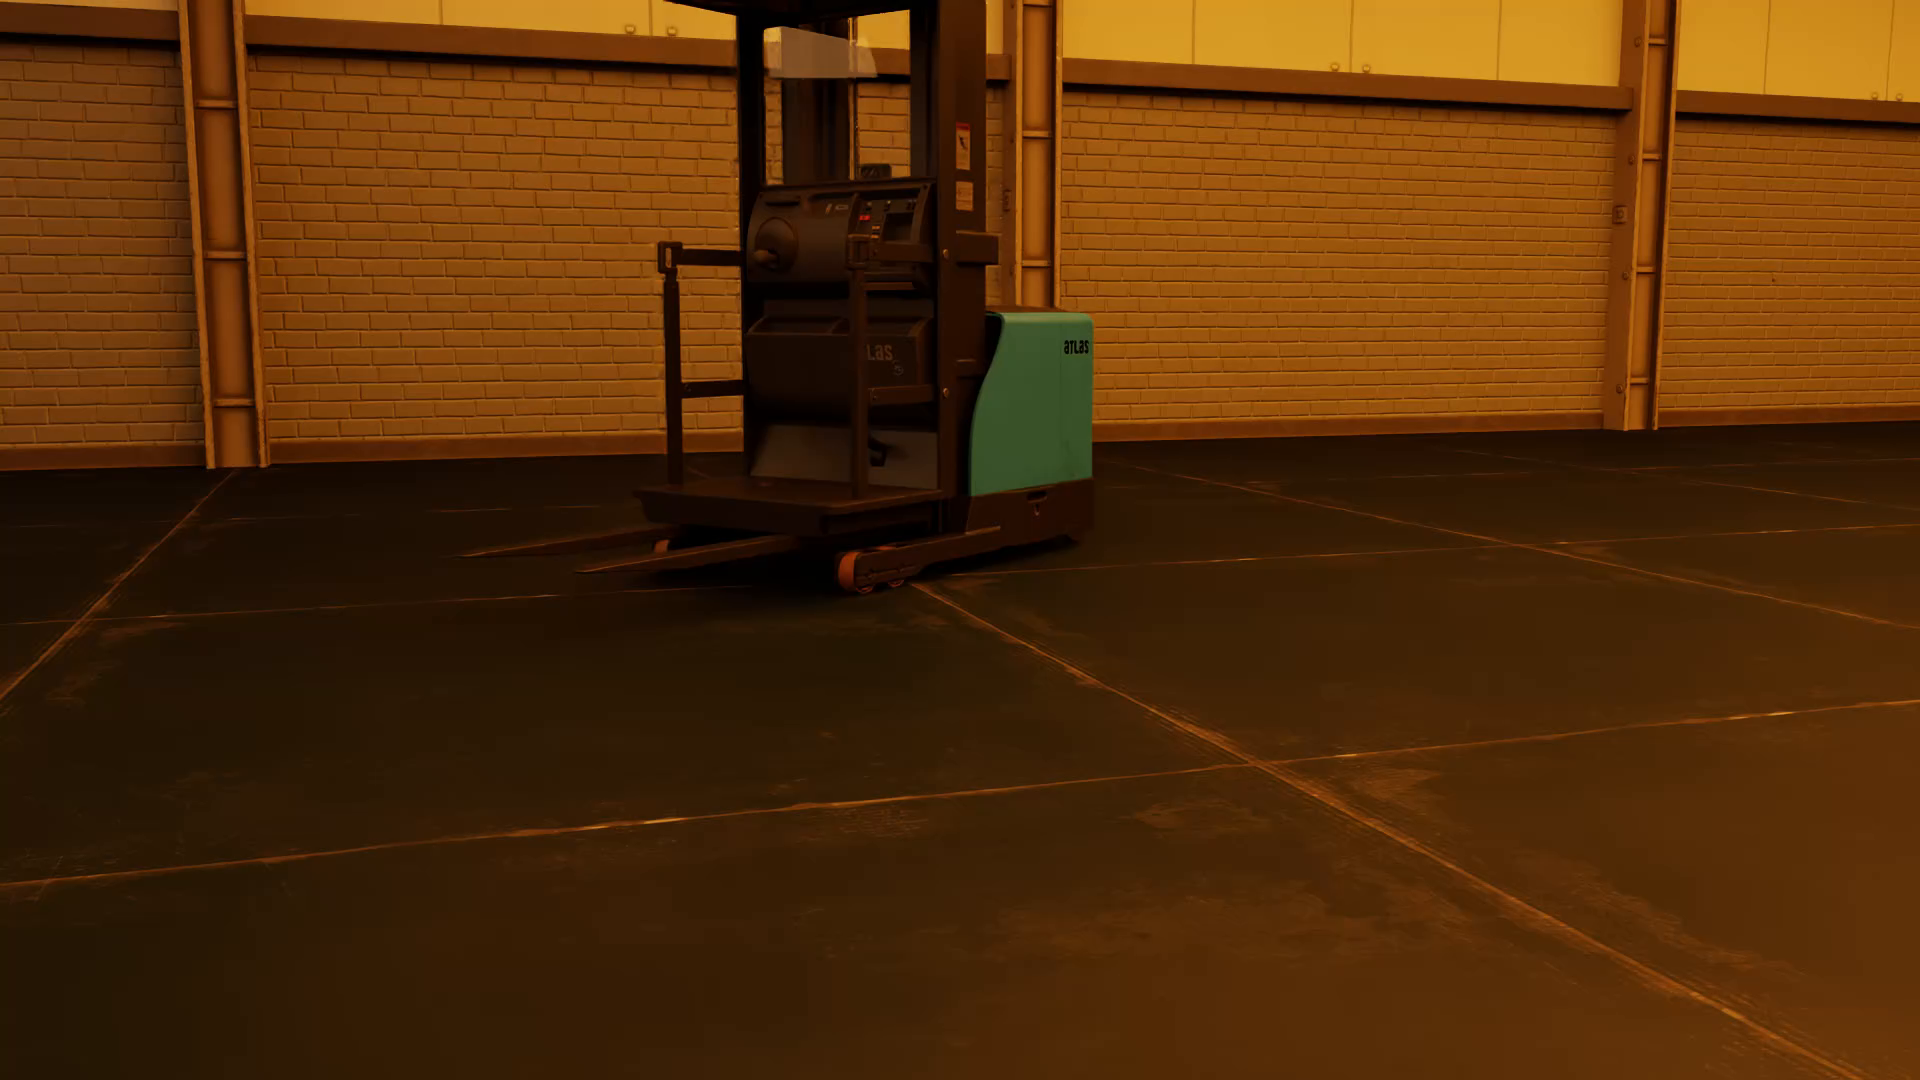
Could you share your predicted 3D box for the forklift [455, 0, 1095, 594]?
[{"bbox_3d":[-0.633,-1.317,6.733,1.130,2.935,3.031,6,9,35],"label":"forklift"}]
